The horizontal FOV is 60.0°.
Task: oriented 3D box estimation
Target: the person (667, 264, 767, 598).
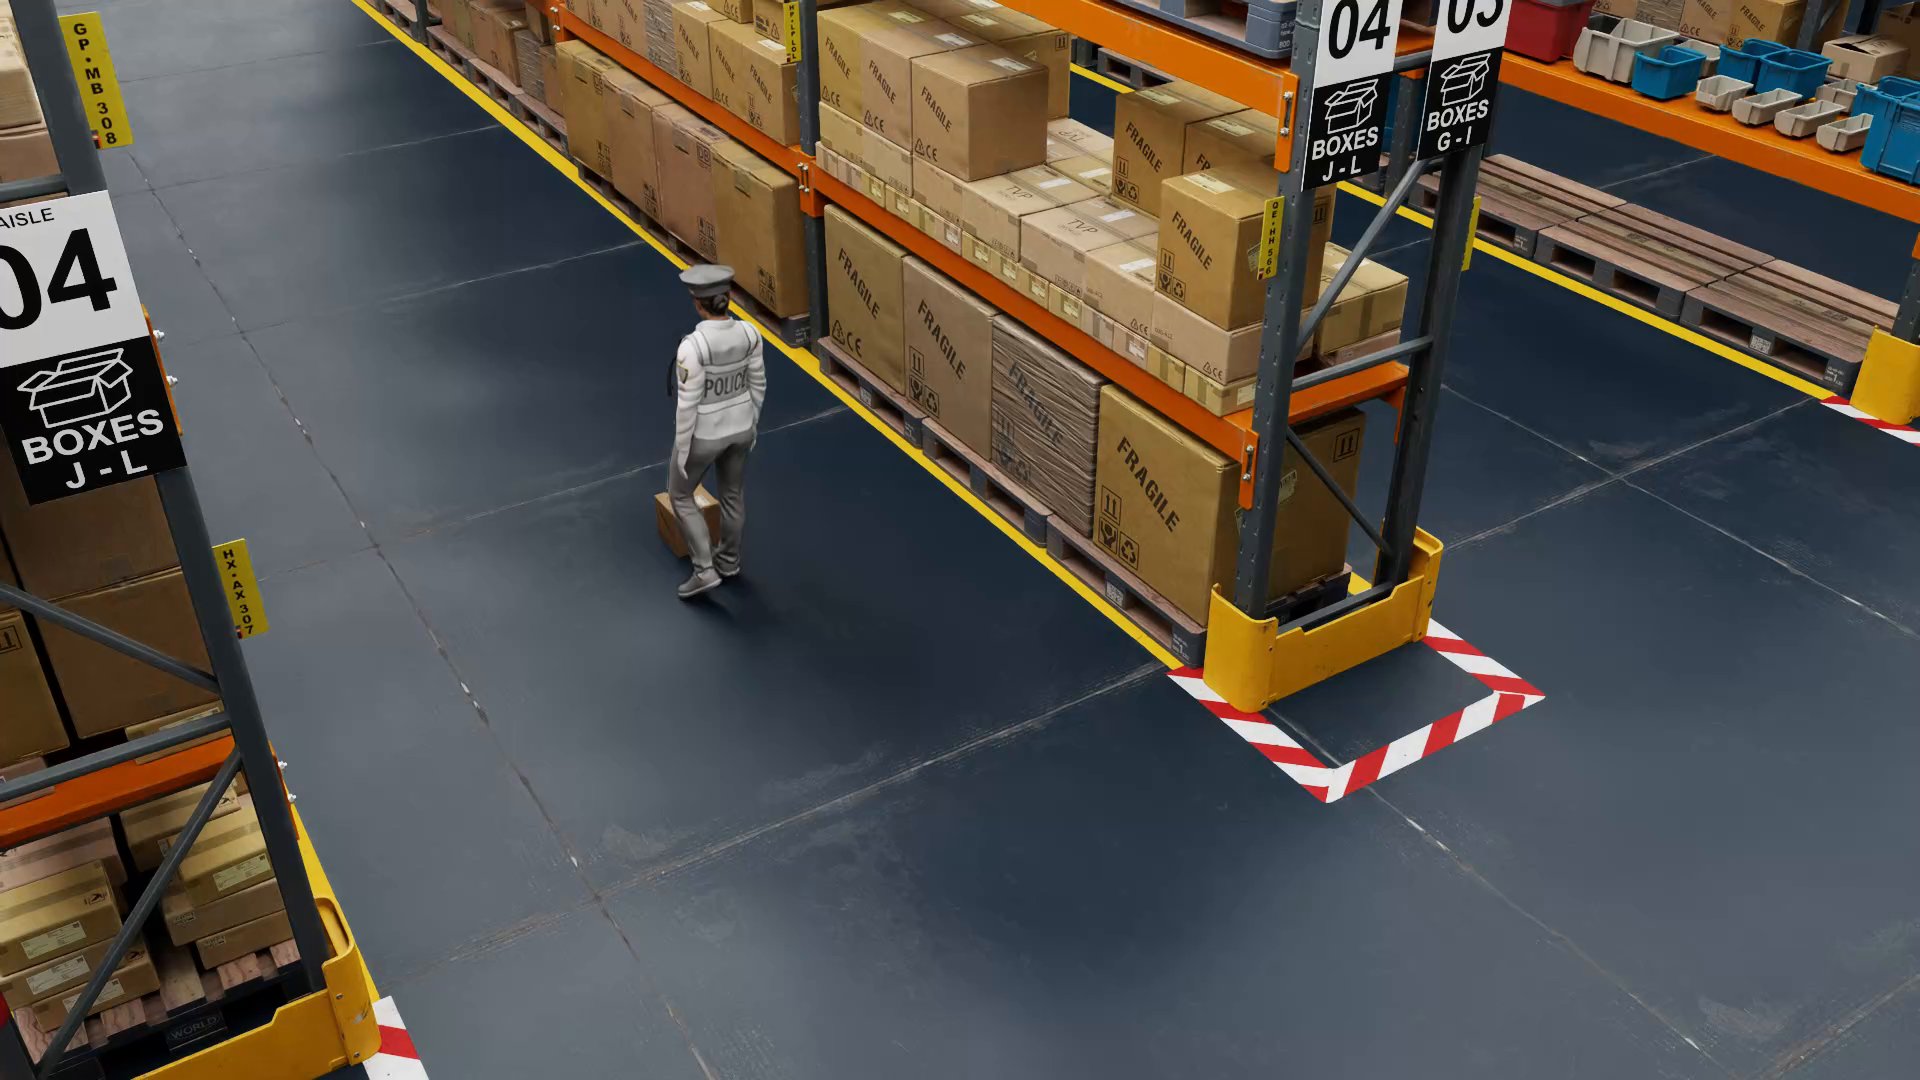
[{"bbox_3d":[-1.193,-0.511,7.910,0.529,1.687,0.450,-25,40,-33],"label":"person"}]
